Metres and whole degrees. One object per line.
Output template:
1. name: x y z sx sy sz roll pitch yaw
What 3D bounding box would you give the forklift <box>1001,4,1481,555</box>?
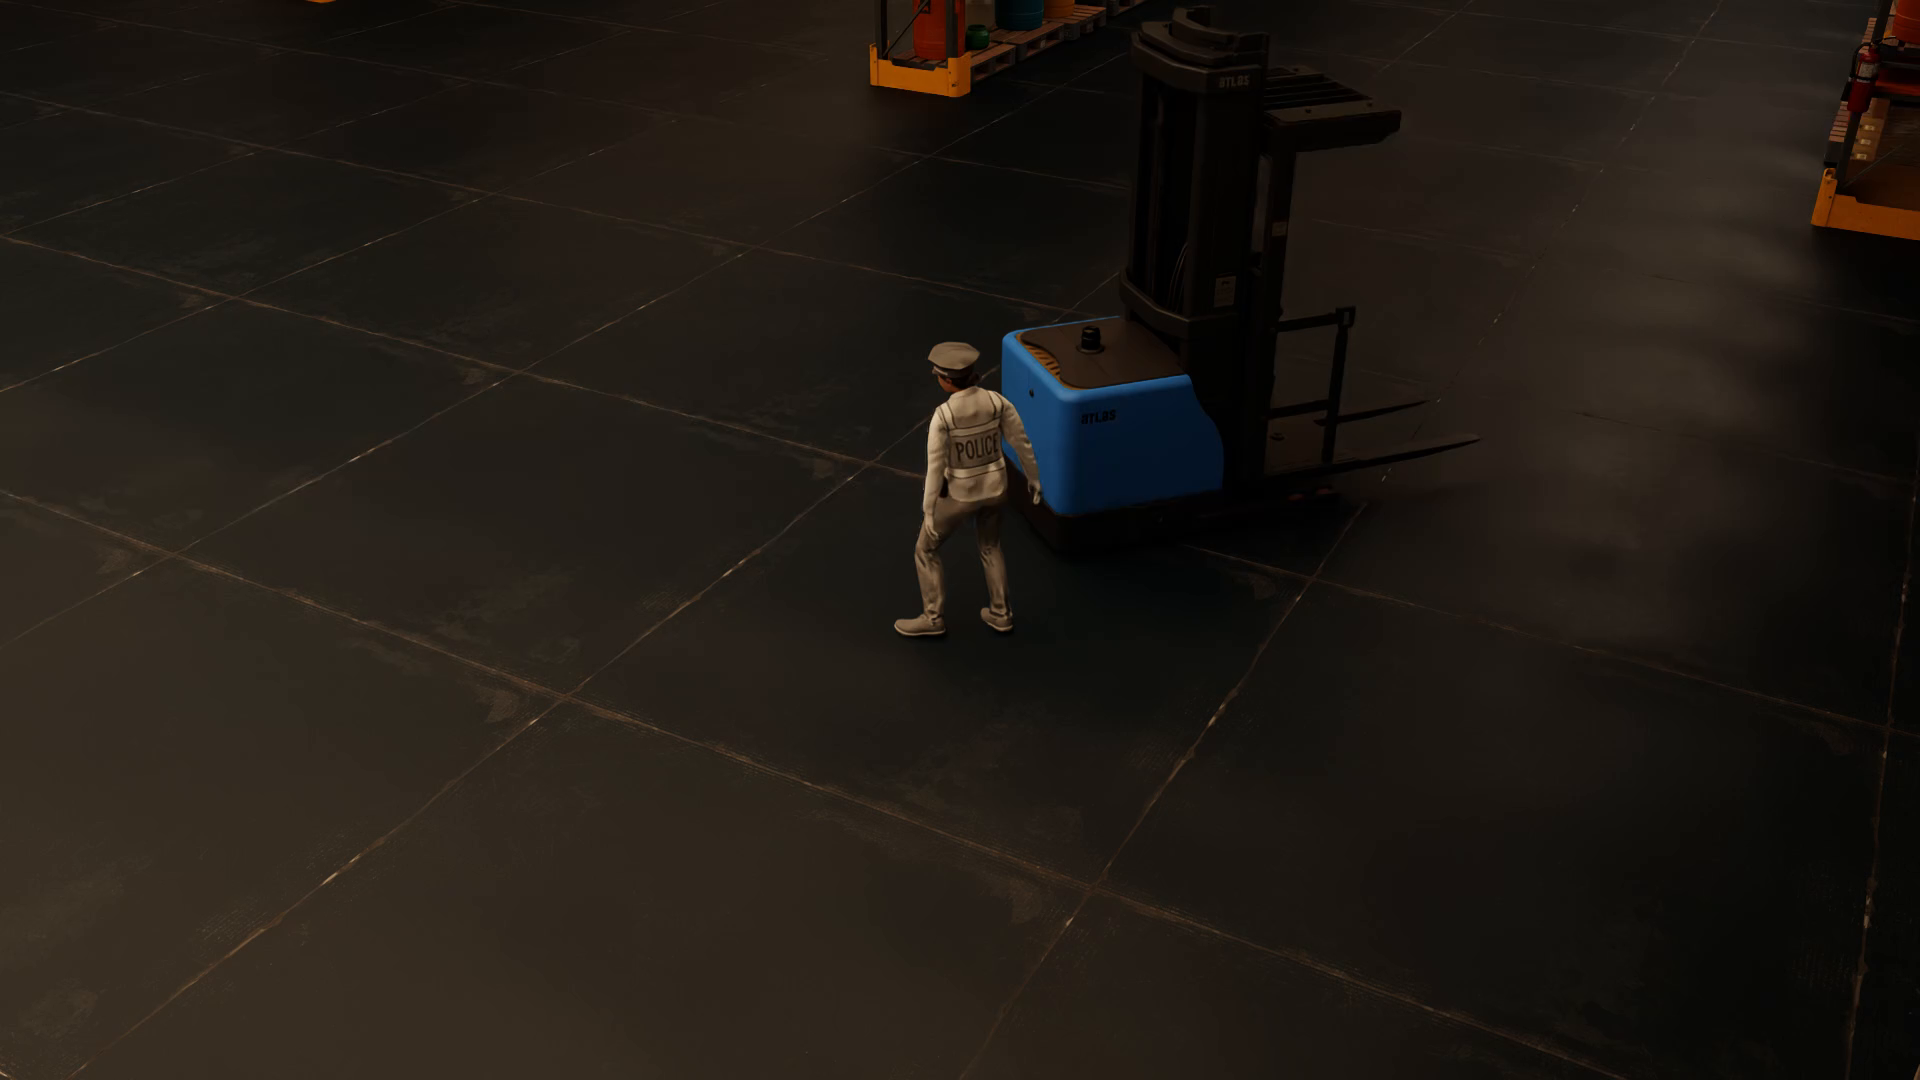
1. forklift: 1.813 -1.625 9.887 3.031 2.935 1.130 -10 32 -17

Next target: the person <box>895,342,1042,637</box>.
1. person: 0.046 -0.236 8.814 0.806 1.640 0.413 -14 33 -22
